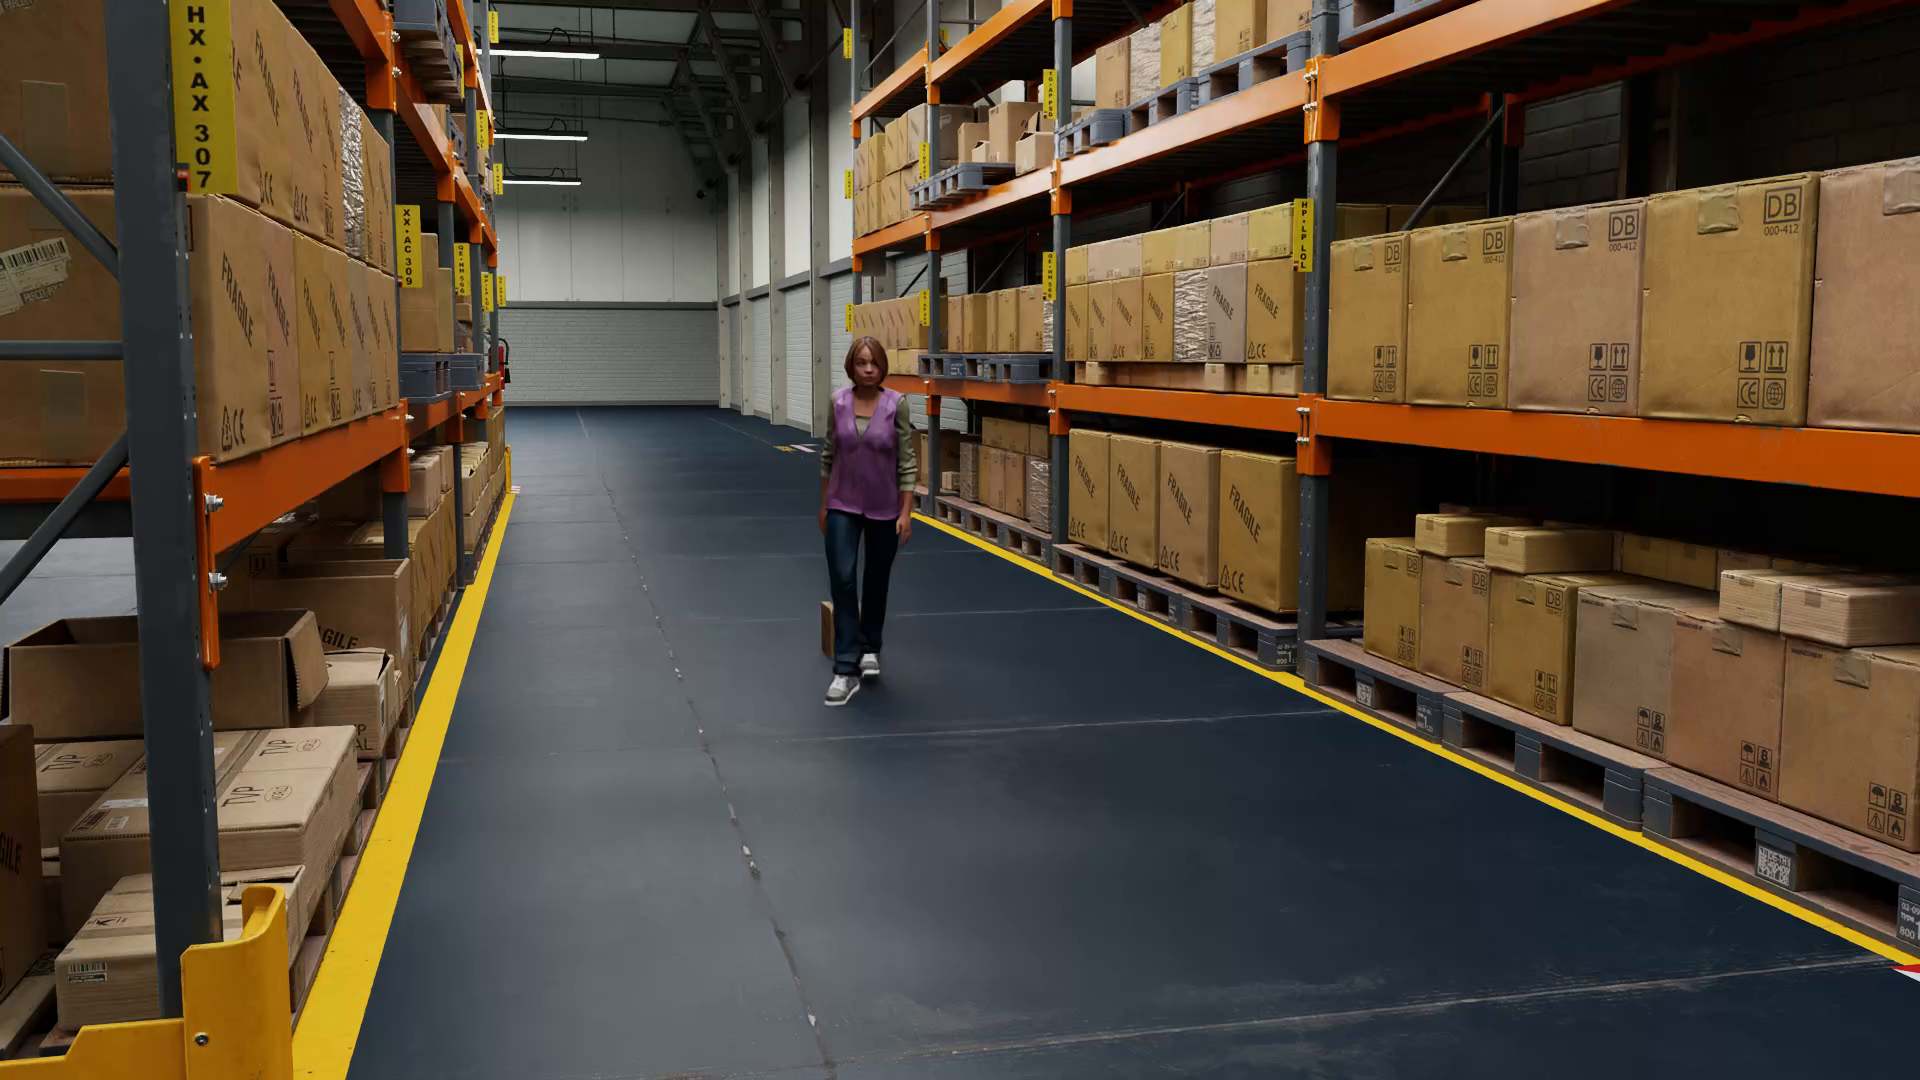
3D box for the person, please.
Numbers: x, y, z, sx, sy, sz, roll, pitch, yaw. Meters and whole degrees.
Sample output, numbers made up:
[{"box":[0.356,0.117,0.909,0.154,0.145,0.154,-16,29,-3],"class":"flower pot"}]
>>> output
[{"box":[-0.410,-0.105,7.388,0.444,1.562,0.786,0,6,-3],"class":"person"}]
